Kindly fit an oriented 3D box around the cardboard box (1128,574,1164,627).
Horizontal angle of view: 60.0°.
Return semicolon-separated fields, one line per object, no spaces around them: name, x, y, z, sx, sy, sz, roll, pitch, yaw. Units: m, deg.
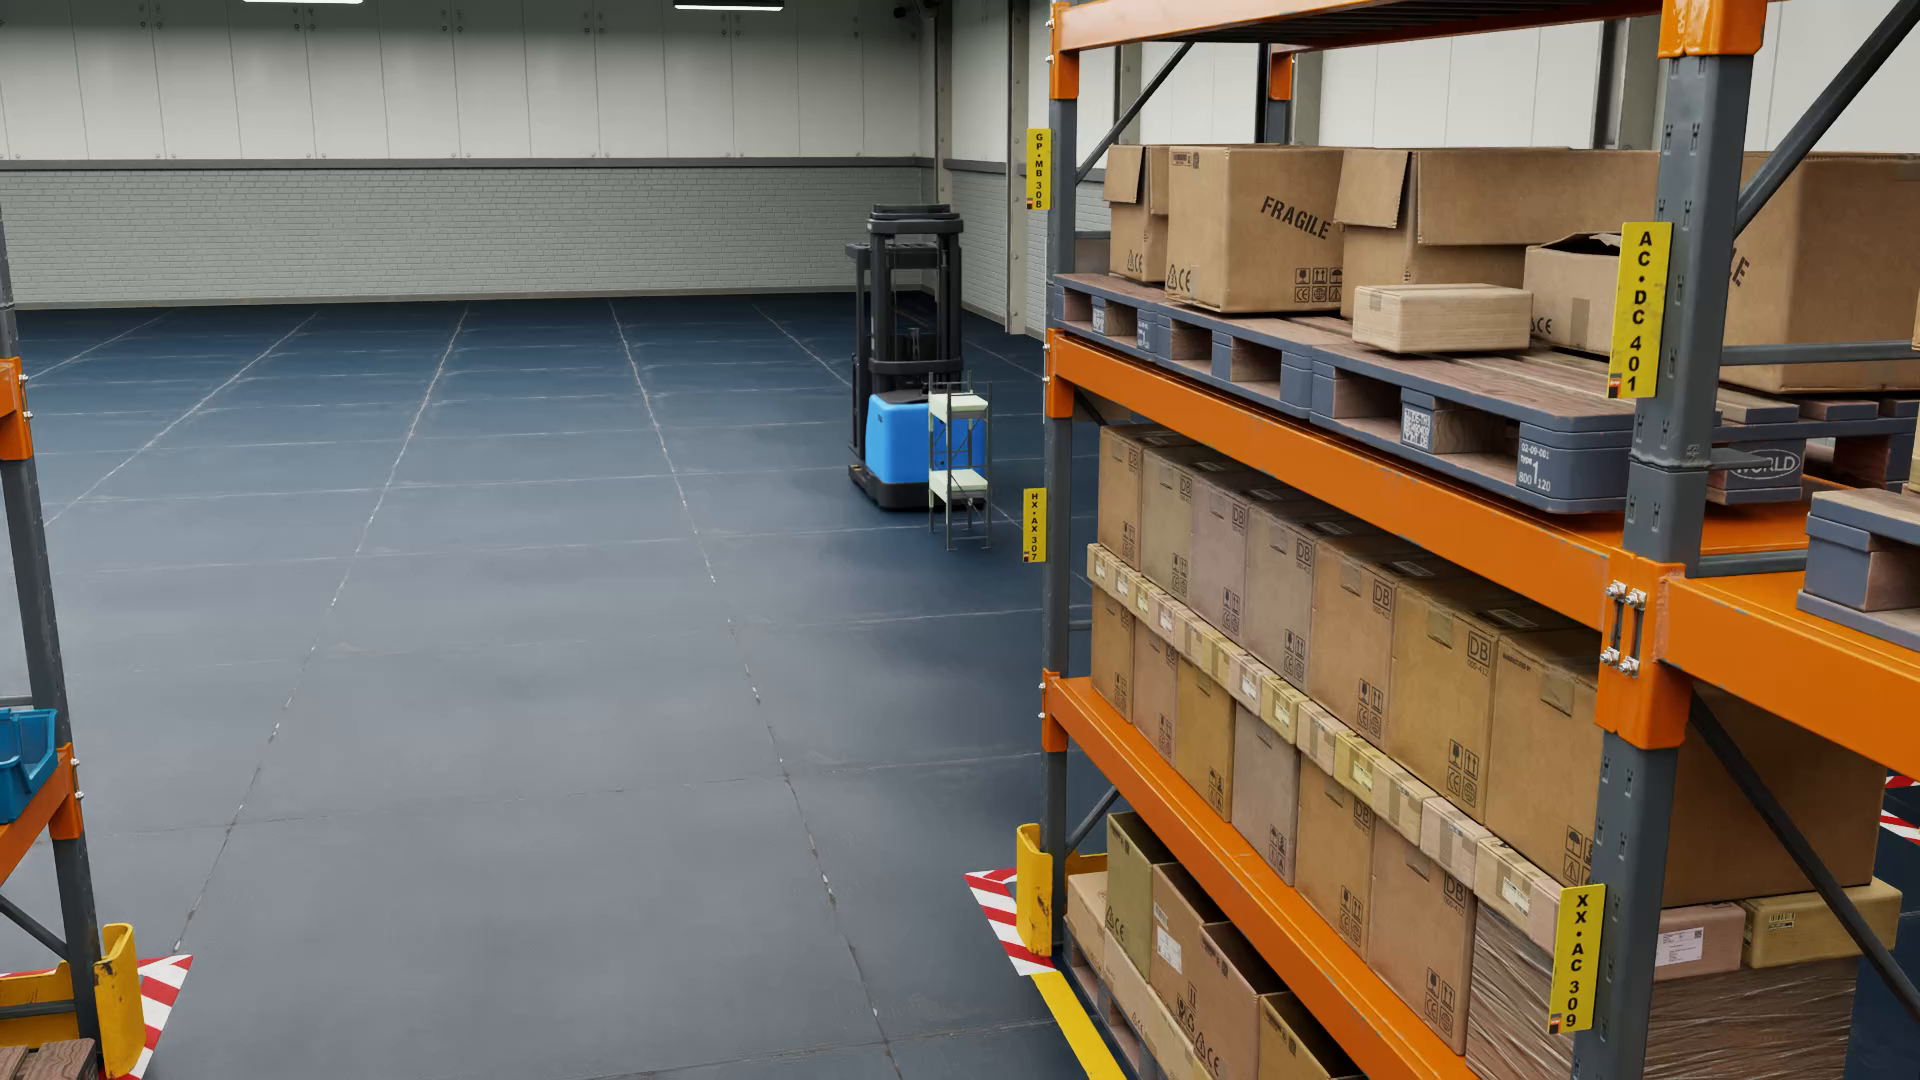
cardboard box;0.869;0.224;6.437;0.380;0.149;0.250;-3;14;-13

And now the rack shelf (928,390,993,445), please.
rack shelf;-0.002;-1.109;14.986;0.431;0.370;0.720;-3;14;-13

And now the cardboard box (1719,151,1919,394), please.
cardboard box;1.942;-0.620;3.755;0.500;0.500;0.500;-2;14;-9

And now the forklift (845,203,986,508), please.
forklift;-0.580;-2.039;17.420;1.130;2.935;3.031;-3;14;-13

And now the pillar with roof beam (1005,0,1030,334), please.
pillar with roof beam;-3.137;-8.008;29.068;9.100;9.000;0.400;-3;14;-13

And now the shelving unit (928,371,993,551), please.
shelving unit;-0.002;-0.730;15.078;0.431;1.500;0.755;-3;14;-13

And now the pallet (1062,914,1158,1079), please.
pallet;1.085;1.895;7.049;1.003;0.211;1.213;-3;14;-13

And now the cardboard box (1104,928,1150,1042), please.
cardboard box;0.895;1.749;6.678;0.500;0.250;0.500;-3;14;-13

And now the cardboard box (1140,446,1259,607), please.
cardboard box;1.103;-0.071;6.275;0.700;0.500;0.500;-4;14;-15

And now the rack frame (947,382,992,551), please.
rack frame;0.084;-0.646;14.733;0.400;1.500;0.023;-3;14;-13

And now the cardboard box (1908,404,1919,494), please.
cardboard box;1.939;-0.157;2.681;0.500;0.250;0.500;-2;14;-7

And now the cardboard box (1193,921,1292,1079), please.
cardboard box;1.124;1.616;5.644;0.500;0.500;0.500;-3;14;-13

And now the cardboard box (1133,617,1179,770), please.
cardboard box;1.090;0.547;6.480;0.700;0.500;0.500;-3;14;-12

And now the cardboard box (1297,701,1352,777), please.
cardboard box;1.235;0.582;4.972;0.380;0.149;0.250;-3;14;-12

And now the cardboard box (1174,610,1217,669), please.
cardboard box;0.991;0.343;5.947;0.380;0.149;0.250;-4;14;-15

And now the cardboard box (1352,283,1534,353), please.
cardboard box;1.255;-0.581;4.337;0.380;0.149;0.250;-3;14;-13

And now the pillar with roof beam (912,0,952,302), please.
pillar with roof beam;-4.546;-9.393;34.734;9.100;9.000;0.548;-3;14;-13

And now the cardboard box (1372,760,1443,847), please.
cardboard box;1.349;0.697;4.501;0.380;0.149;0.250;-3;14;-13

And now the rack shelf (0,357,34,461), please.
rack shelf;-3.481;-0.005;4.145;1.077;0.370;4.000;-3;14;-13

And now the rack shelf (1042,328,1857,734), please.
rack shelf;1.334;-0.280;5.271;1.077;0.370;4.000;-3;14;-13

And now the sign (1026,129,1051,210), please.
sign;0.324;-1.524;6.840;0.100;0.325;0.005;-3;14;-13

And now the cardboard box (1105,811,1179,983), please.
cardboard box;0.894;1.385;6.589;0.500;0.500;0.500;-3;14;-13

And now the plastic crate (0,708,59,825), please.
plastic crate;-3.543;0.813;5.917;0.499;0.251;0.616;-3;14;-13

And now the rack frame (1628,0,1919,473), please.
rack frame;1.804;-1.625;2.941;1.000;3.000;0.127;-3;14;-13

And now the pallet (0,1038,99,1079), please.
pallet;-3.702;2.199;5.805;1.003;0.211;1.213;-3;14;-13

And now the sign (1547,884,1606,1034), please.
sign;1.265;0.861;3.413;0.100;0.325;0.005;-3;14;-13

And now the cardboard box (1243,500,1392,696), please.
cardboard box;1.340;0.161;5.327;0.700;0.500;0.500;-3;14;-13

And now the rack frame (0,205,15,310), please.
rack frame;-3.951;-2.273;5.592;1.000;3.000;0.127;-3;14;-13

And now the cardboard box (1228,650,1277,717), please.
cardboard box;1.108;0.460;5.470;0.380;0.149;0.250;-3;14;-13

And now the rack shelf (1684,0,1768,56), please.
rack shelf;2.274;-0.620;1.186;1.077;0.370;4.000;-3;14;-13

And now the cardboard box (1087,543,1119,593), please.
cardboard box;0.747;0.105;6.922;0.380;0.149;0.250;-3;14;-14

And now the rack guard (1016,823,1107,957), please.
rack guard;0.859;1.575;7.750;1.175;0.500;0.348;-3;14;-13

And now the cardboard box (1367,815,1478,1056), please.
cardboard box;1.564;1.017;4.556;0.700;0.500;0.500;-3;14;-14

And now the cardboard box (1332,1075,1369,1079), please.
cardboard box;1.377;1.846;4.704;0.500;0.500;0.500;-3;14;-13

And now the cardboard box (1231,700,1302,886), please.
cardboard box;1.328;0.783;5.514;0.700;0.500;0.500;-3;14;-11

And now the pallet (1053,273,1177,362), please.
pallet;1.006;-0.883;6.411;1.003;0.211;1.213;-3;14;-13

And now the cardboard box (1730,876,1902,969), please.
cardboard box;1.929;0.853;3.862;0.380;0.149;0.250;-3;14;-13

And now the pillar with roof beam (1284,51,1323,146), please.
pillar with roof beam;-0.319;-5.240;17.737;9.100;9.000;0.400;-3;14;-13

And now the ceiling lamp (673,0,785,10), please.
ceiling lamp;-4.276;-11.300;30.243;2.000;3.185;0.800;-3;14;-13

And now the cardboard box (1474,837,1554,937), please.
cardboard box;1.476;0.817;4.006;0.380;0.149;0.250;-4;14;-14

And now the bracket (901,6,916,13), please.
bracket;-1.222;-11.867;37.280;0.076;0.066;3.189;-3;14;-13

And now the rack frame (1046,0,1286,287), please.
rack frame;0.865;-2.548;6.718;1.000;3.000;0.127;-3;14;-13

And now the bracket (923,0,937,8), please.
bracket;-0.609;-11.266;34.816;0.235;0.232;0.430;-3;14;-13

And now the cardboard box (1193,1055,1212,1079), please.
cardboard box;1.125;1.980;5.733;0.500;0.250;0.500;-3;14;-13

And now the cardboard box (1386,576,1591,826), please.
cardboard box;1.574;0.392;4.382;0.700;0.500;0.500;-3;14;-13

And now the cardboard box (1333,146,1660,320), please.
cardboard box;1.540;-0.877;4.802;0.797;0.503;0.637;-2;14;-7
